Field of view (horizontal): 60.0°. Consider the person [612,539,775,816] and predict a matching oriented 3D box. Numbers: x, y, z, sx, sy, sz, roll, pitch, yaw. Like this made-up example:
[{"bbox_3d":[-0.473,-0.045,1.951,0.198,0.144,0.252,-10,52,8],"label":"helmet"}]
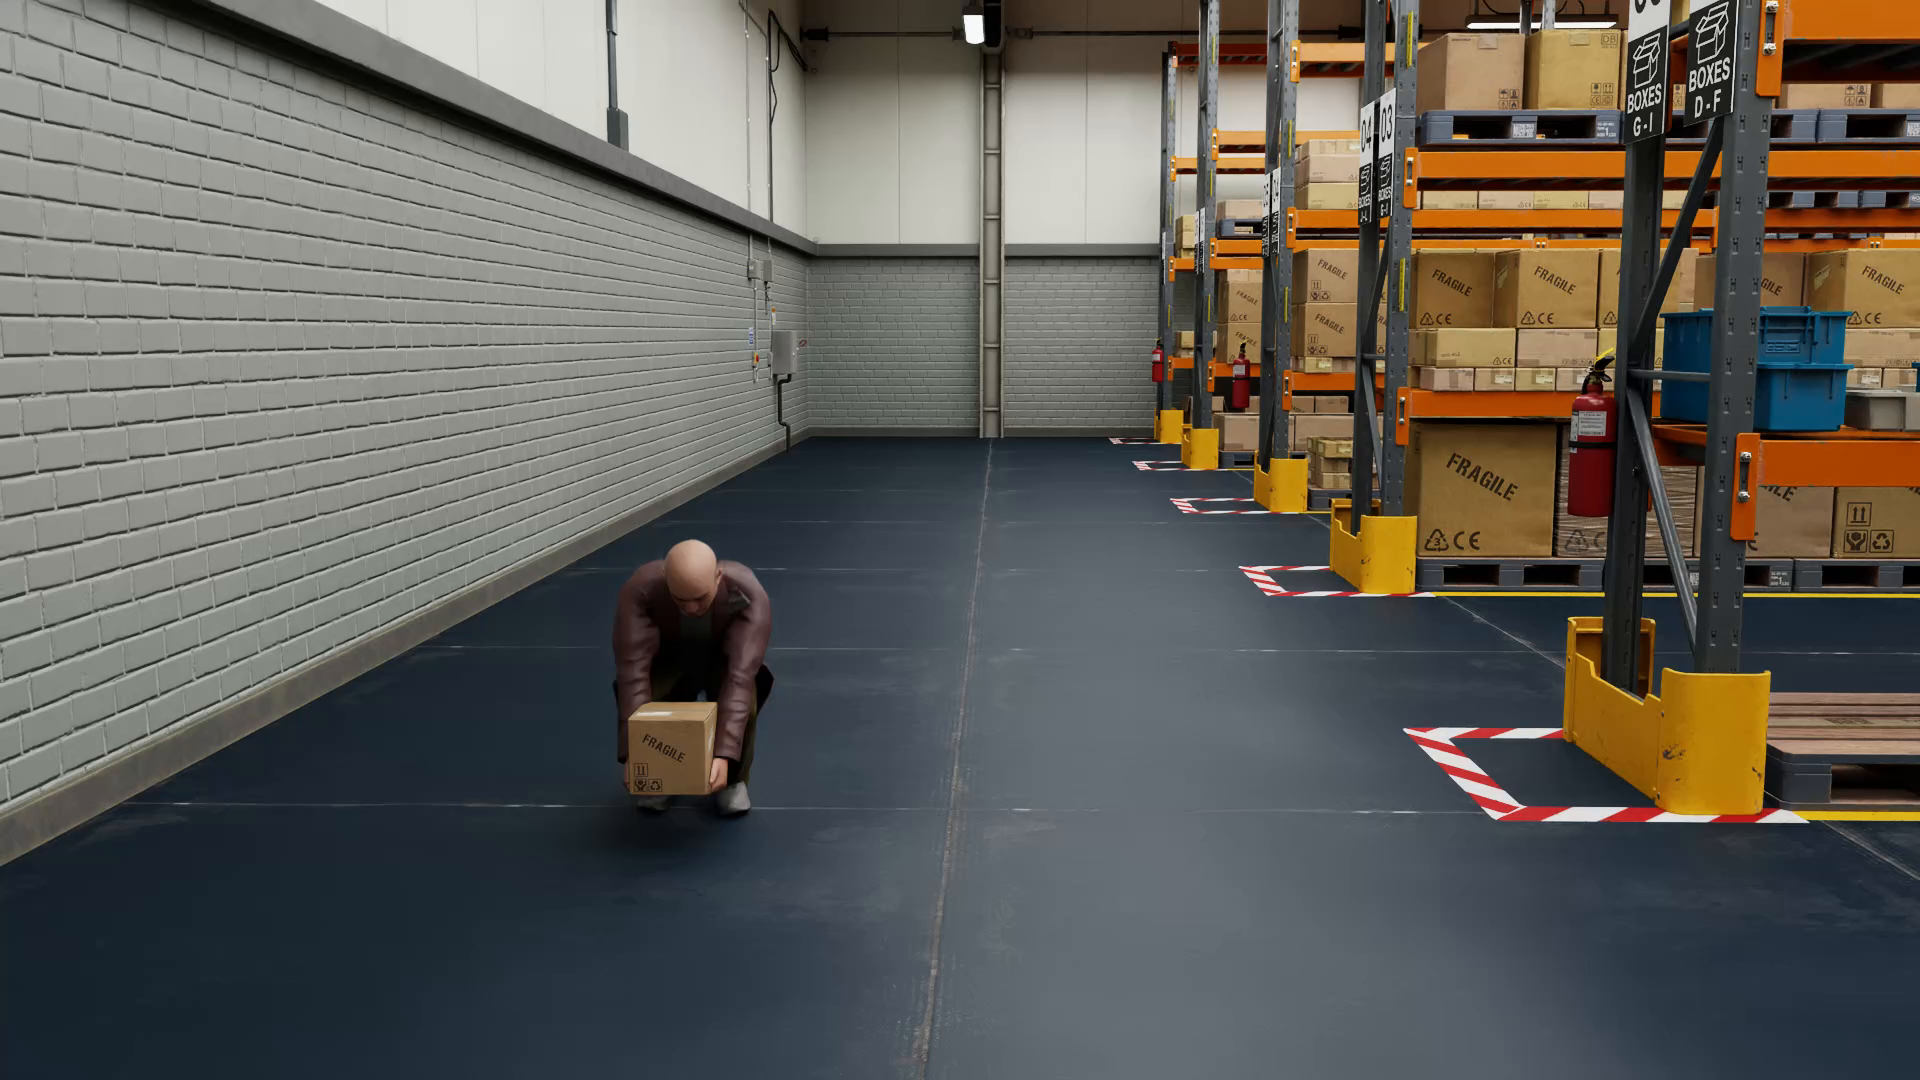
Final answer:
[{"bbox_3d":[-0.931,0.473,5.758,0.578,0.985,0.928,0,7,0],"label":"person"}]
